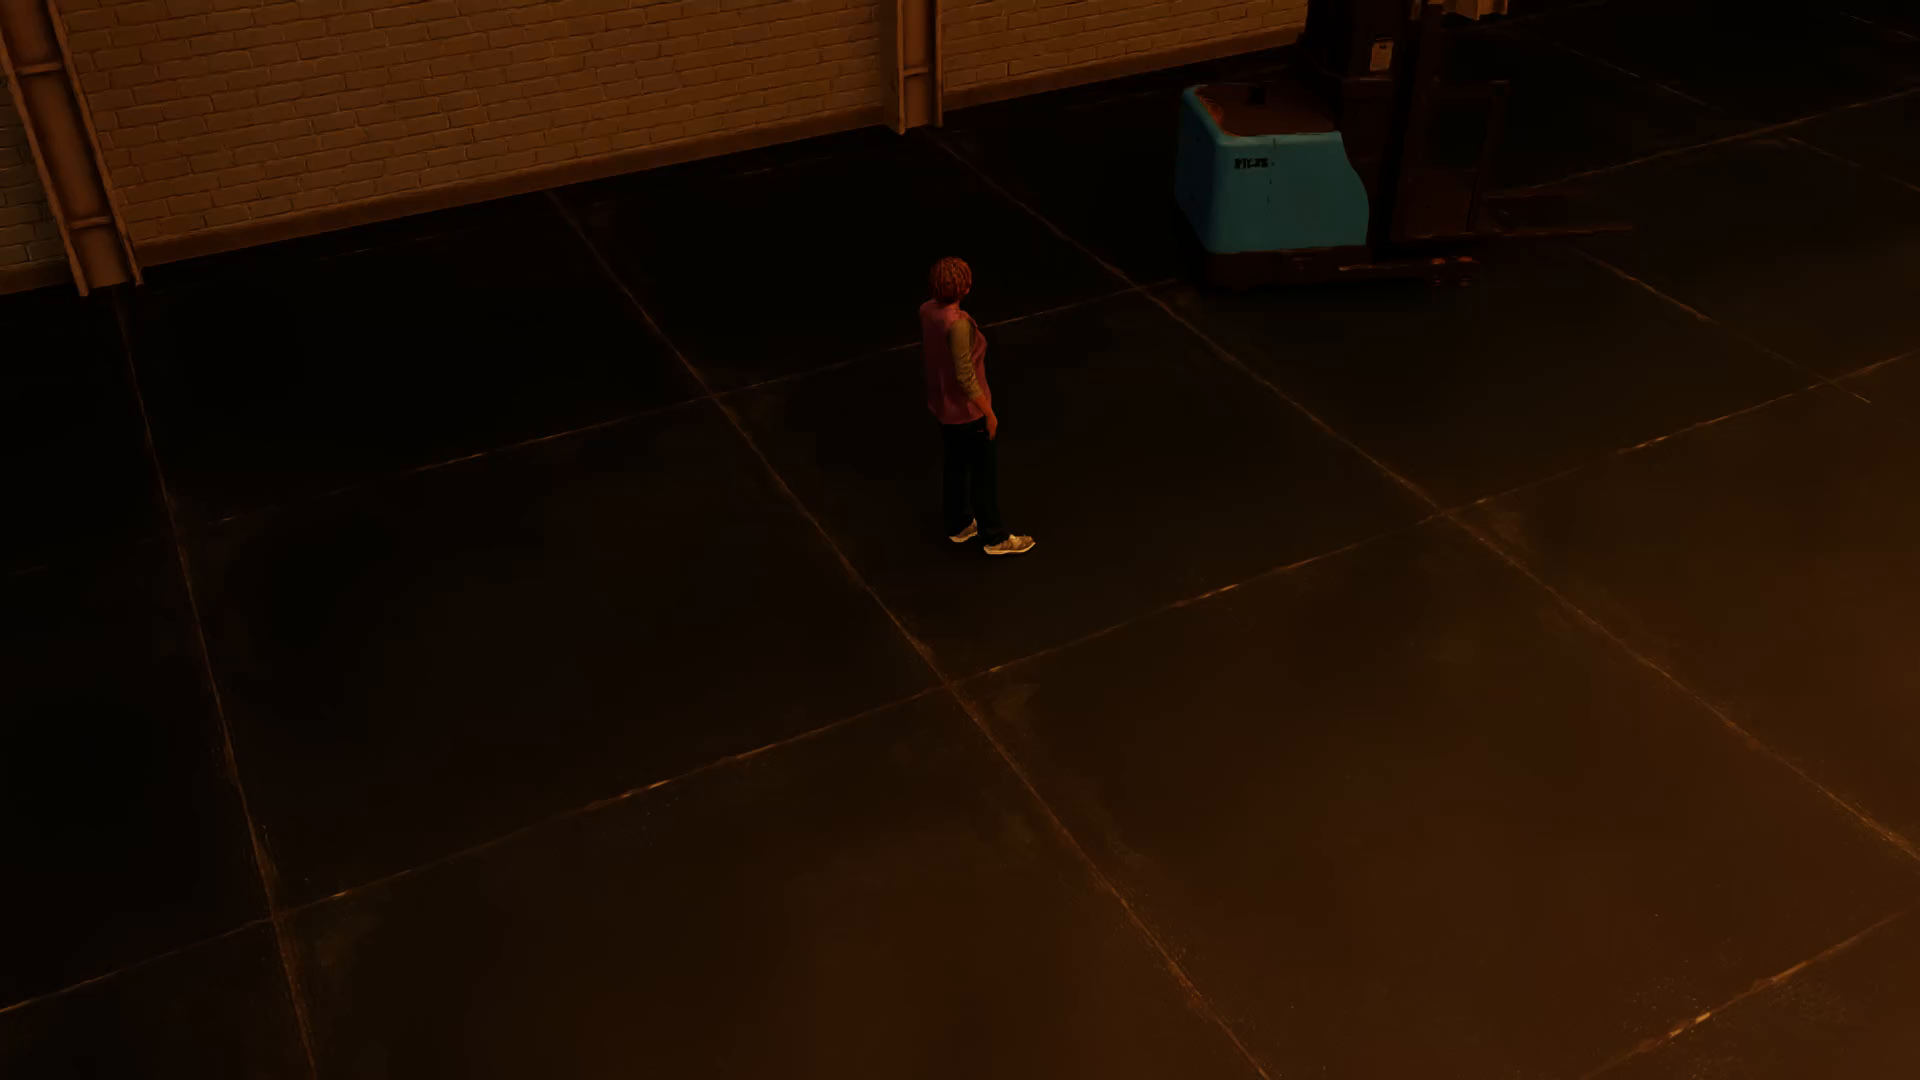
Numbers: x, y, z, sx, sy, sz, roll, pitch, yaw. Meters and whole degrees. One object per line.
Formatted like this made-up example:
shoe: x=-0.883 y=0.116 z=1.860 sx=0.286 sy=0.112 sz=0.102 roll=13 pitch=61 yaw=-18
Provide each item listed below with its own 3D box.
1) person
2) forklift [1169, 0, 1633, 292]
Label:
person: x=0.072 y=-0.671 z=8.216 sx=0.474 sy=1.597 sz=0.520 roll=-17 pitch=39 yaw=-23
forklift: x=3.023 y=-3.205 z=10.658 sx=3.031 sy=2.935 sz=1.130 roll=-5 pitch=36 yaw=-7
